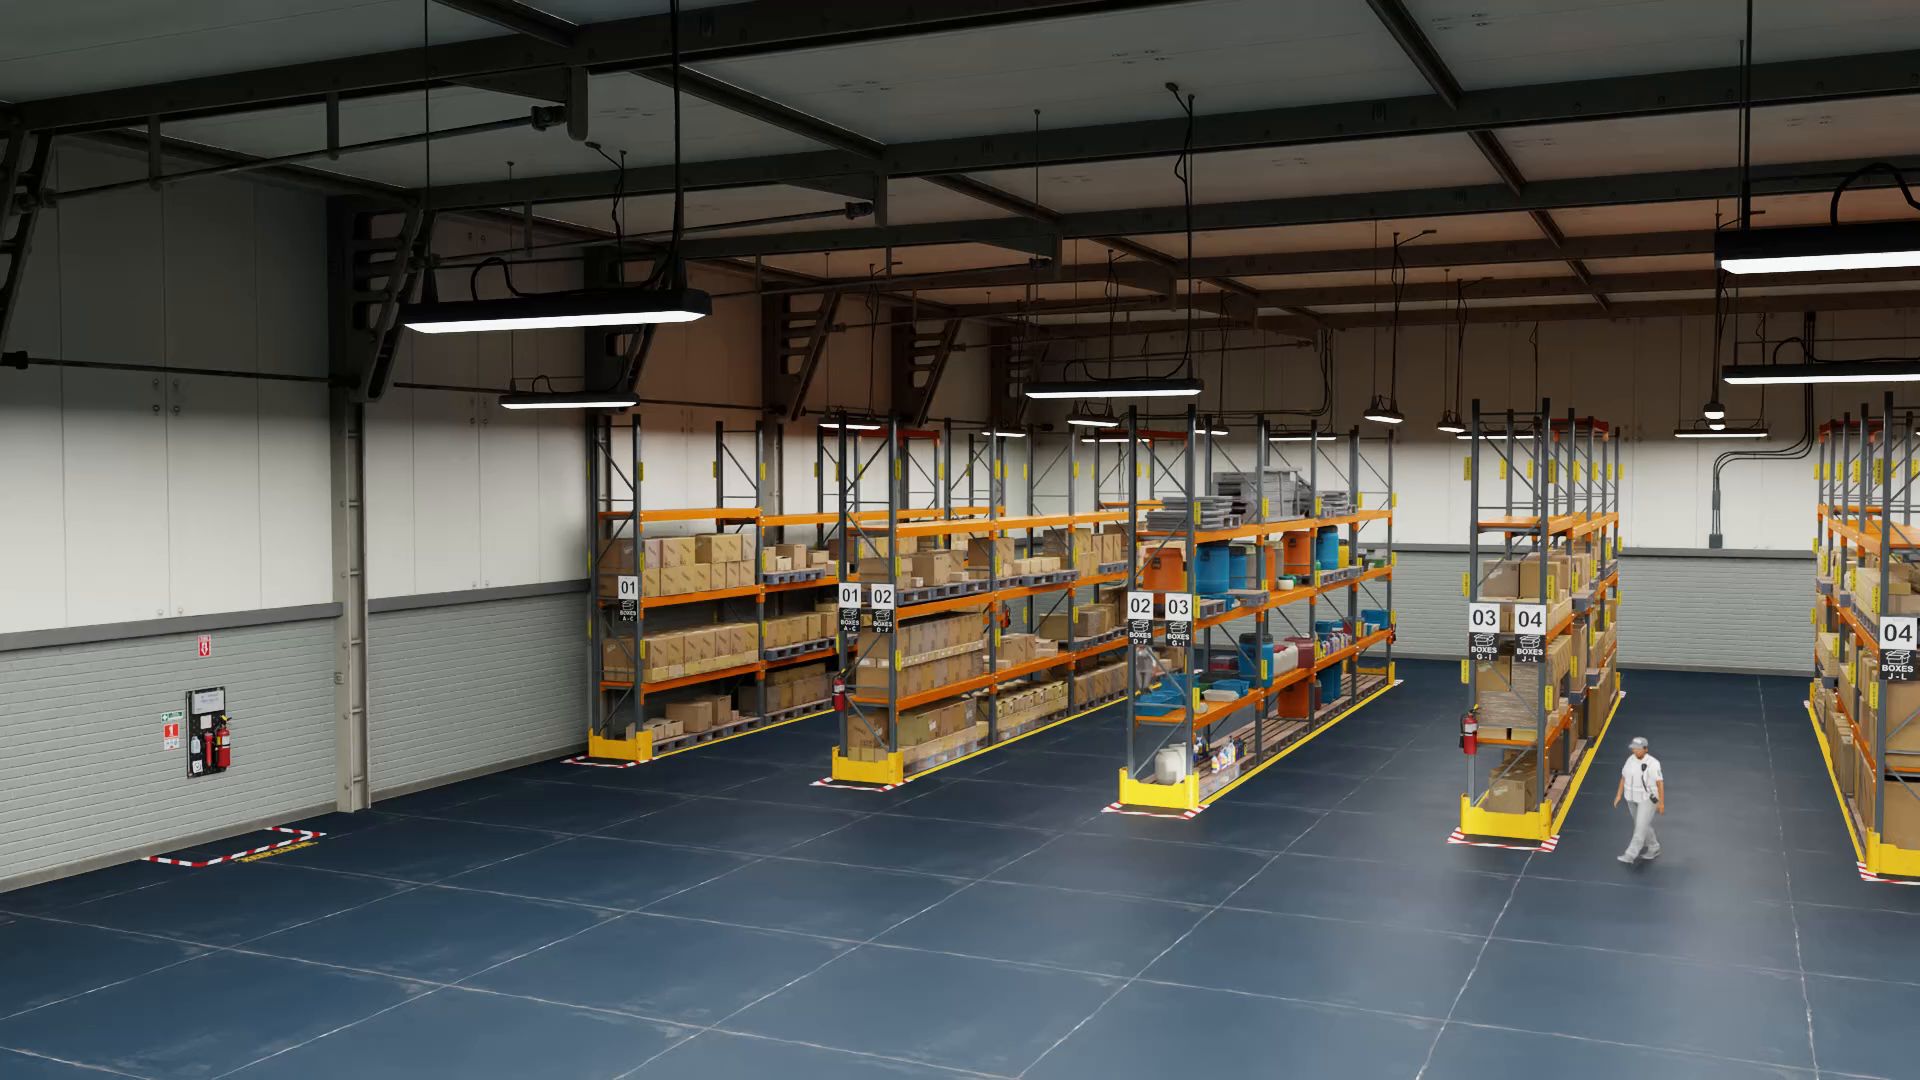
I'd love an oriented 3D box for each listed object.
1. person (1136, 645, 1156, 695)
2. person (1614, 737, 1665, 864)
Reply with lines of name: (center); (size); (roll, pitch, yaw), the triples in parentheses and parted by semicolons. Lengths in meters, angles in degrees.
person: (3.912, 2.782, 34.990); (0.499, 1.578, 0.456); (2, 3, 39)
person: (8.605, 3.308, 21.169); (1.032, 1.603, 0.504); (-1, 3, -26)
